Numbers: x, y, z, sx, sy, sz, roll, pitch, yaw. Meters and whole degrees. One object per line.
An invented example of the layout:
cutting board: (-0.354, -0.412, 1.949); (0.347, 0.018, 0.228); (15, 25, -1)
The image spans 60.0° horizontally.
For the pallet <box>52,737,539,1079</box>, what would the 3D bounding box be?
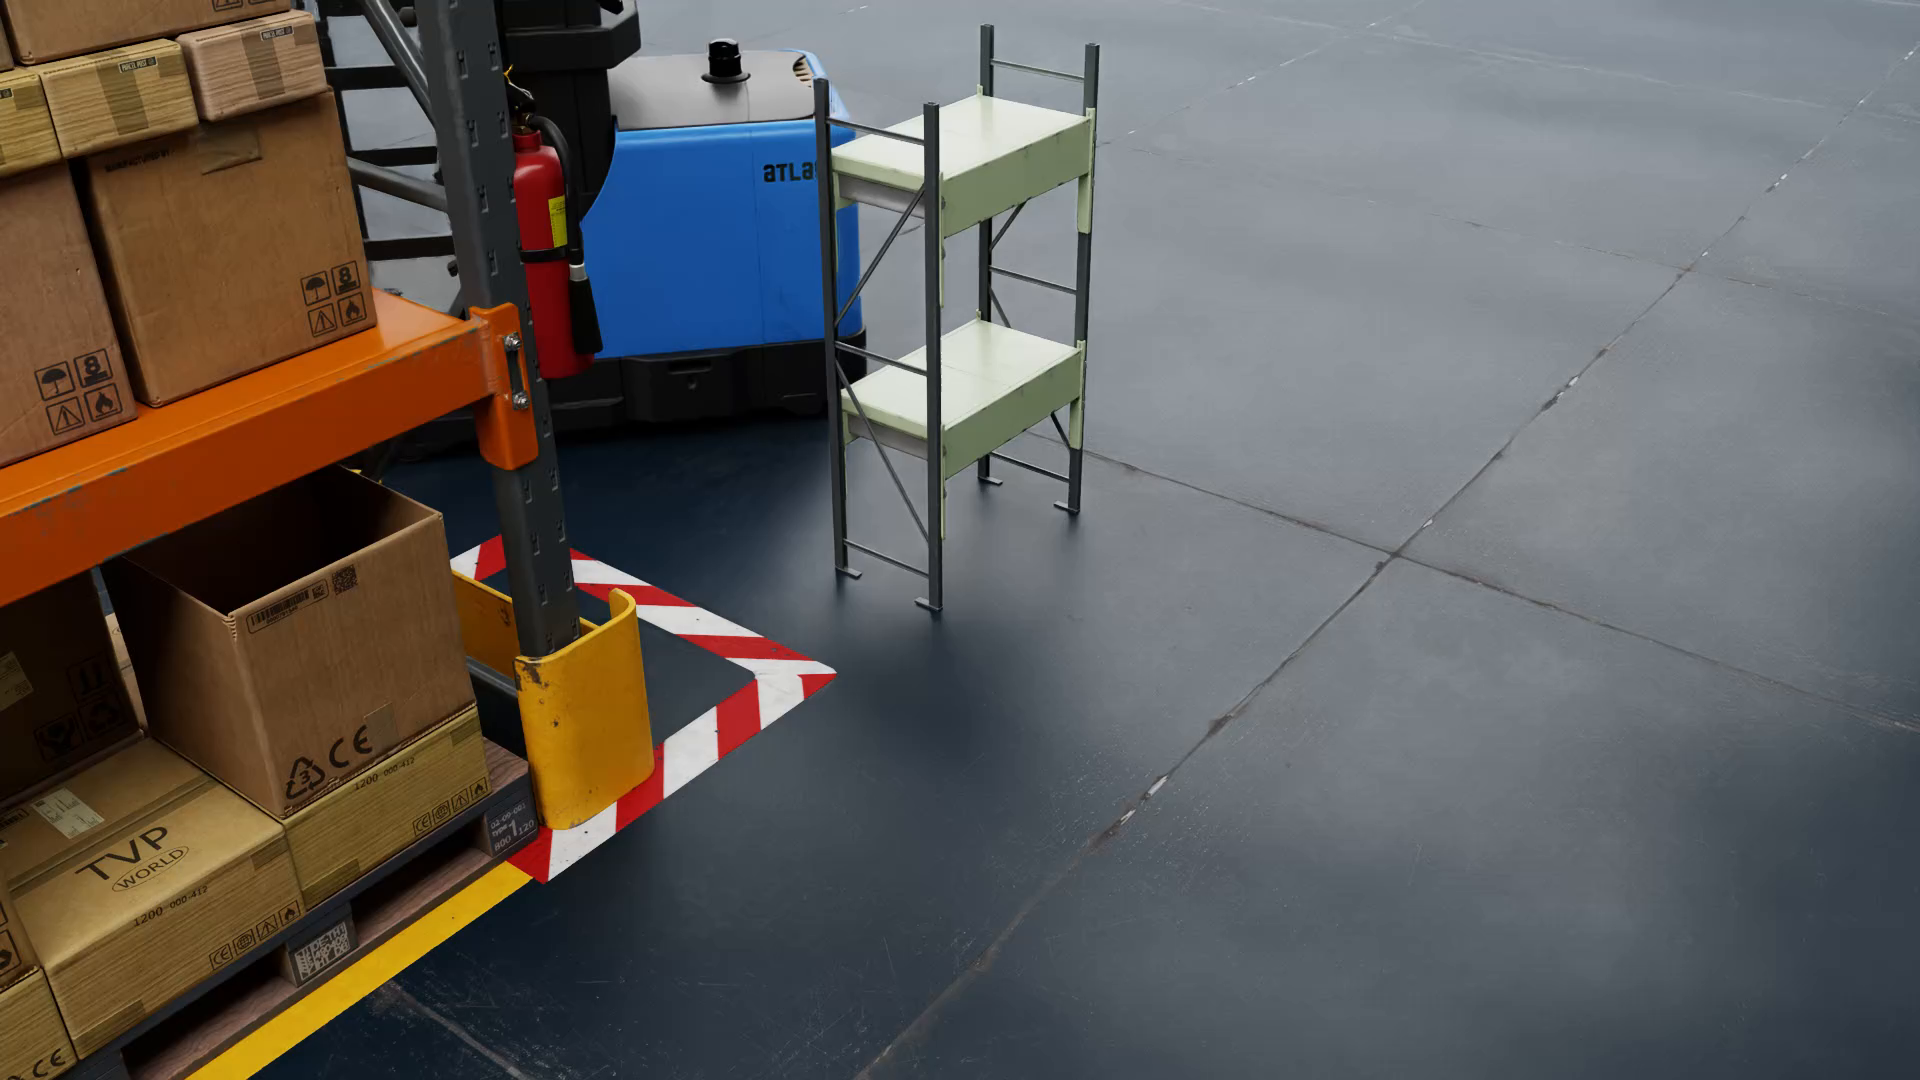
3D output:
pallet: (-1.768, 0.714, 3.838); (1.003, 0.211, 1.213); (21, 37, 31)

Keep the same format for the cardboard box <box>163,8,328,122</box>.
cardboard box: (-1.419, -0.917, 3.121); (0.380, 0.149, 0.250); (20, 36, 31)

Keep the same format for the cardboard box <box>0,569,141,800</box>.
cardboard box: (-2.141, 0.224, 3.479); (0.500, 0.500, 0.500); (21, 37, 31)

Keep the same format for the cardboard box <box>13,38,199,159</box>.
cardboard box: (-1.576, -0.810, 2.941); (0.380, 0.149, 0.250); (22, 37, 32)

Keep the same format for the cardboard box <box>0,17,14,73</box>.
cardboard box: (-1.977, -0.987, 2.603); (0.700, 0.500, 0.500); (20, 36, 30)

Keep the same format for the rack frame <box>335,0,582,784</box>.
rack frame: (-1.340, -0.809, 3.673); (1.000, 3.000, 0.127); (21, 37, 31)

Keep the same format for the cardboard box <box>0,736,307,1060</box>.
cardboard box: (-1.720, 0.709, 3.396); (0.500, 0.250, 0.500); (21, 37, 31)

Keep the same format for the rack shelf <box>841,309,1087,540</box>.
rack shelf: (0.004, -0.367, 5.038); (0.431, 0.370, 0.720); (21, 37, 31)

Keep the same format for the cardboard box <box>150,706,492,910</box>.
cardboard box: (-1.428, 0.502, 3.746); (0.500, 0.250, 0.500); (21, 37, 31)

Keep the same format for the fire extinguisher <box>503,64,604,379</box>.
fire extinguisher: (-0.898, -0.681, 3.532); (0.296, 0.674, 0.183); (21, 37, 31)

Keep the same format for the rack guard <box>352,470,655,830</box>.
rack guard: (-1.325, 0.257, 4.327); (1.175, 0.500, 0.348); (21, 37, 31)

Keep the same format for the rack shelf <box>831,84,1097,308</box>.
rack shelf: (0.004, -0.984, 4.673); (0.431, 0.370, 0.720); (21, 37, 31)

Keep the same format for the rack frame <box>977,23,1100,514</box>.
rack frame: (0.225, -0.797, 5.123); (0.400, 1.500, 0.023); (21, 37, 31)

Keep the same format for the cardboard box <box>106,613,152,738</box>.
cardboard box: (-1.841, 0.343, 4.015); (0.500, 0.250, 0.500); (21, 37, 31)

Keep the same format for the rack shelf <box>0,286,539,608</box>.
rack shelf: (-2.547, 0.313, 2.485); (1.077, 0.370, 4.000); (21, 37, 31)

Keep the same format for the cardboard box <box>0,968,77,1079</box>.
cardboard box: (-2.021, 0.913, 3.053); (0.500, 0.250, 0.500); (21, 37, 31)

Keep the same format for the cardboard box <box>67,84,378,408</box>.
cardboard box: (-1.632, -0.666, 3.334); (0.700, 0.500, 0.500); (21, 37, 31)

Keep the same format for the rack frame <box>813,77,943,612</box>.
rack frame: (-0.217, -0.499, 4.621); (0.400, 1.500, 0.023); (21, 37, 31)

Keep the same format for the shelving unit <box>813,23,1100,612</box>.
shelving unit: (0.004, -0.648, 4.872); (0.431, 1.500, 0.755); (21, 37, 31)

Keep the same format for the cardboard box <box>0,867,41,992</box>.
cardboard box: (-2.018, 0.591, 2.860); (0.500, 0.500, 0.500); (21, 37, 31)

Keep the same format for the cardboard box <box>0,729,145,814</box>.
cardboard box: (-2.140, 0.547, 3.670); (0.500, 0.250, 0.500); (21, 37, 31)

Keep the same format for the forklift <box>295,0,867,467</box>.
forklift: (-1.908, -1.804, 5.420); (3.031, 2.935, 1.130); (-6, 31, -11)

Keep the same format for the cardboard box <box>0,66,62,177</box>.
cardboard box: (-1.730, -0.706, 2.765); (0.380, 0.149, 0.250); (21, 36, 31)

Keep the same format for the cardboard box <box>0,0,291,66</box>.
cardboard box: (-1.664, -1.203, 2.967); (0.700, 0.500, 0.500); (21, 37, 31)

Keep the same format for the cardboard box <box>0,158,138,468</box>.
cardboard box: (-1.945, -0.451, 2.971); (0.700, 0.500, 0.500); (22, 37, 32)

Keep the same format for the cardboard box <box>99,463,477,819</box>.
cardboard box: (-1.426, 0.180, 3.553); (0.500, 0.500, 0.500); (21, 37, 31)
